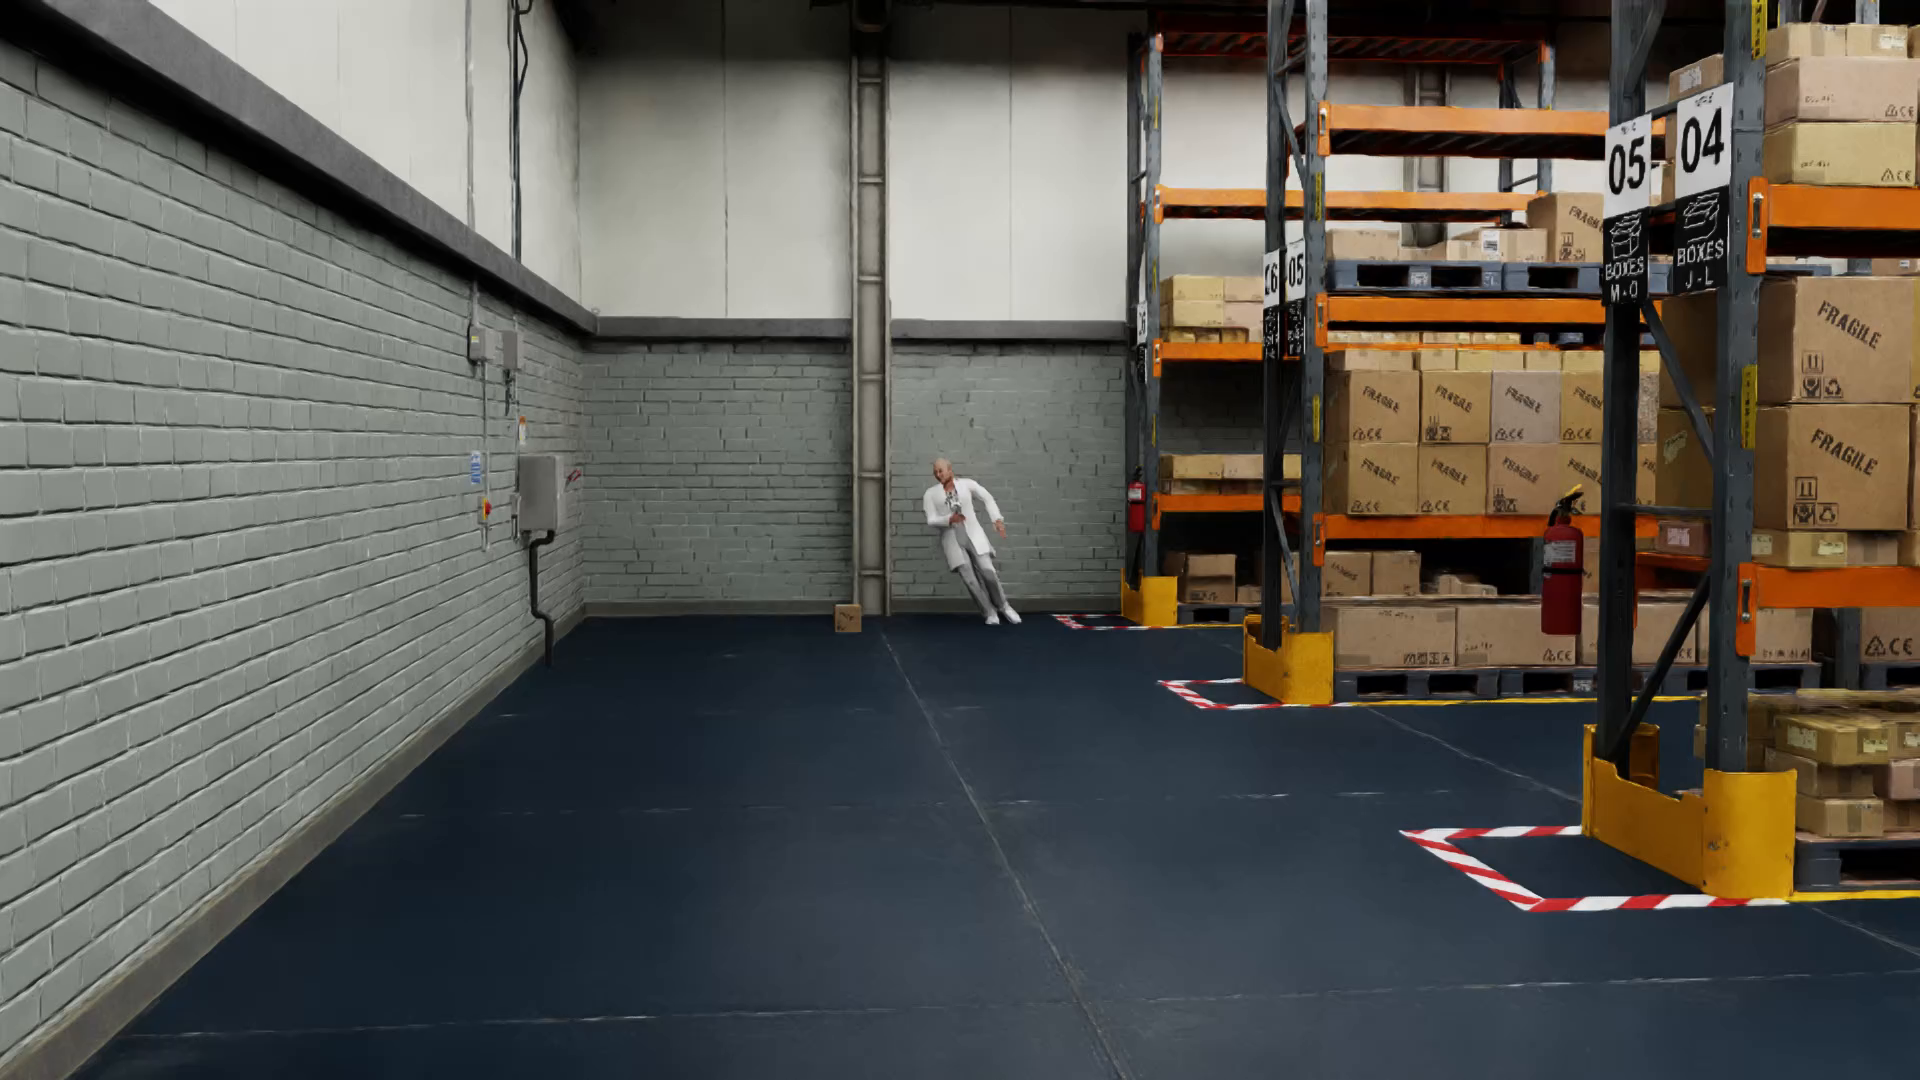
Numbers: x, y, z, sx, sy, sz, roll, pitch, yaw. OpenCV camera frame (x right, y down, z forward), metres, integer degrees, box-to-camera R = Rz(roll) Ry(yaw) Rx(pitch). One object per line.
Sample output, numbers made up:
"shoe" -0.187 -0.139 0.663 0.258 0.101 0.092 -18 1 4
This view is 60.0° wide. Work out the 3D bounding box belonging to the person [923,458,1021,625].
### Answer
"person" 0.131 0.068 16.426 0.974 1.560 0.588 0 3 -5
